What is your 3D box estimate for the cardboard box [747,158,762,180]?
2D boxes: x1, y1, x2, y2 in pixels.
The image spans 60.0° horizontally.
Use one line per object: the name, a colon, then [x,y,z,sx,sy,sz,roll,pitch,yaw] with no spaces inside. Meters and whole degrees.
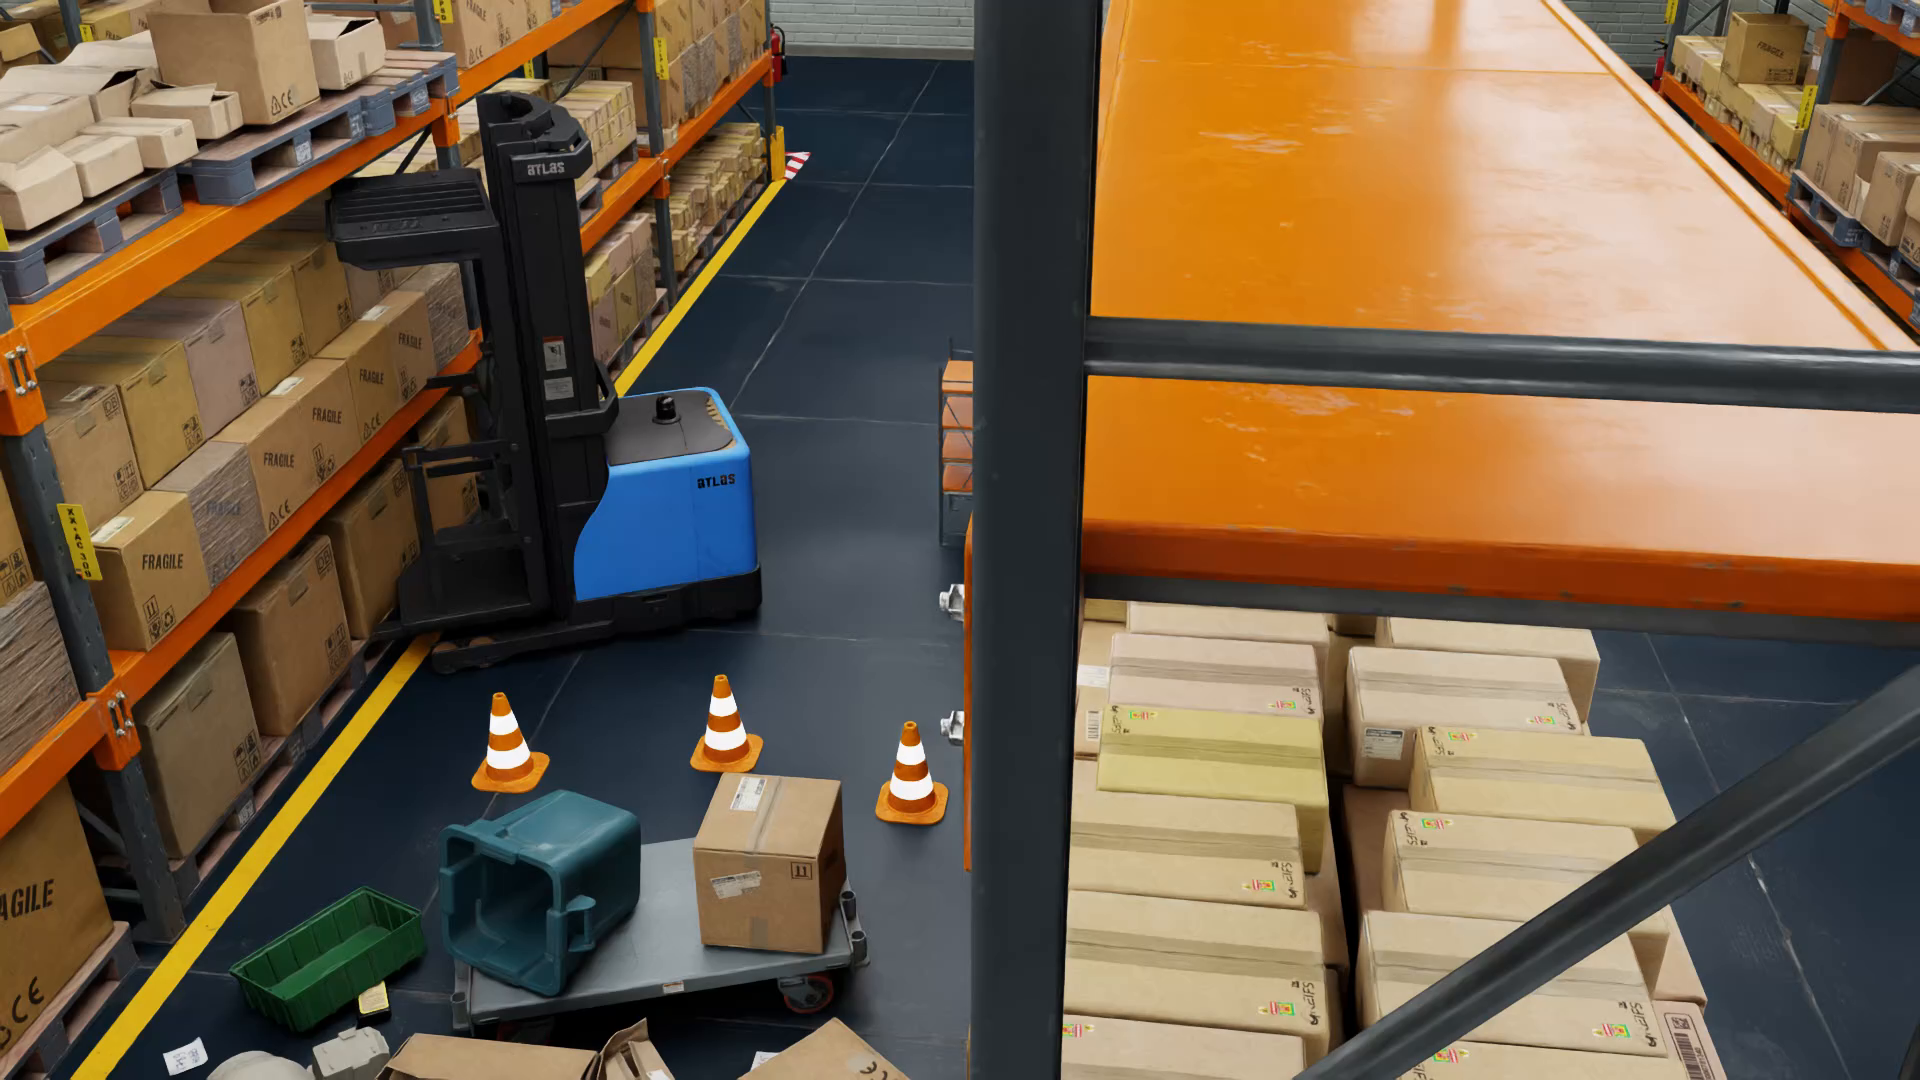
cardboard box: [-2.240,-3.798,16.992,0.380,0.149,0.250,4,29,8]

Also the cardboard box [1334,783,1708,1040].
cardboard box: [0.910,0.673,2.812,0.500,0.250,0.500,3,28,5]

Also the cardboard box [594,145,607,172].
cardboard box: [-2.889,-2.891,12.567,0.380,0.149,0.250,2,28,4]

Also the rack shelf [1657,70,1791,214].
rack shelf: [7.155,-3.470,14.579,1.077,0.370,4.000,3,28,6]

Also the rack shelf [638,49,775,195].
rack shelf: [-2.697,-3.997,15.557,1.077,0.370,4.000,3,28,6]

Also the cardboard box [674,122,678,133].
cardboard box: [-2.624,-3.502,14.145,0.380,0.149,0.250,4,29,8]

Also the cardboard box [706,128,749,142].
cardboard box: [-2.353,-4.068,16.866,0.380,0.149,0.250,4,29,7]

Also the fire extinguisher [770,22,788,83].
fire extinguisher: [-1.963,-5.149,17.411,0.296,0.674,0.183,3,28,6]

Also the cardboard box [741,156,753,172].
cardboard box: [-2.295,-3.806,16.694,0.380,0.149,0.250,2,28,4]

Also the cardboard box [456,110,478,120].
cardboard box: [-3.572,-3.060,12.254,0.380,0.149,0.250,3,28,6]

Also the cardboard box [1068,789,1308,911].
cardboard box: [0.344,0.539,2.641,0.380,0.149,0.250,3,28,6]

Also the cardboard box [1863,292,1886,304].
cardboard box: [6.605,-1.676,11.999,0.380,0.149,0.250,3,28,5]

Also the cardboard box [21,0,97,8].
cardboard box: [-7.995,-4.571,14.917,0.500,0.500,0.500,4,29,7]

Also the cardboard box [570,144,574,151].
cardboard box: [-2.958,-2.895,11.947,0.380,0.149,0.250,2,28,4]

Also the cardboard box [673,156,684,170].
cardboard box: [-2.917,-3.720,16.221,0.380,0.149,0.250,4,29,8]

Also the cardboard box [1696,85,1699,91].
cardboard box: [7.105,-4.231,15.497,0.380,0.149,0.250,3,28,6]

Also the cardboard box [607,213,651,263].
cardboard box: [-2.782,-2.421,13.276,0.500,0.250,0.500,3,28,5]

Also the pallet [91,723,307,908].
pallet: [-3.902,1.254,7.993,1.003,0.211,1.213,3,28,6]

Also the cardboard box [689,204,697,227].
cardboard box: [-2.608,-2.953,15.110,0.380,0.149,0.250,2,28,4]

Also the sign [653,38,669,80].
sign: [-2.390,-3.851,13.308,0.100,0.325,0.005,3,28,6]

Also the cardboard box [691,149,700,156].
cardboard box: [-2.802,-3.838,16.753,0.380,0.149,0.250,4,29,7]

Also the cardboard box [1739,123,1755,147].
cardboard box: [6.779,-3.391,13.939,0.380,0.149,0.250,3,28,5]

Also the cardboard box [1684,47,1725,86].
cardboard box: [7.016,-4.358,15.313,0.500,0.250,0.500,4,29,7]

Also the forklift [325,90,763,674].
forklift: [-2.729,-0.834,9.001,3.031,2.935,1.130,-9,30,-17]

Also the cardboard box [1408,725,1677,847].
cardboard box: [0.971,0.453,2.801,0.380,0.149,0.250,3,28,6]

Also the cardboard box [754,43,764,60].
cardboard box: [-2.211,-4.975,16.878,0.380,0.149,0.250,3,28,6]

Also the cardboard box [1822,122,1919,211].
cardboard box: [6.565,-2.616,11.687,0.700,0.500,0.500,4,29,7]

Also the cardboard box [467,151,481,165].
cardboard box: [-3.636,-2.682,11.867,0.380,0.149,0.250,3,28,5]

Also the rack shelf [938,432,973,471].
rack shelf: [0.020,-0.547,10.434,0.258,0.148,0.480,3,28,6]

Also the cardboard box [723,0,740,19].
cardboard box: [-2.378,-5.157,15.478,0.500,0.500,0.500,5,29,9]

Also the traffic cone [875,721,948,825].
traffic cone: [-0.234,1.085,8.040,0.336,0.463,0.334,3,28,6]

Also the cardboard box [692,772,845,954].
cardboard box: [-0.767,1.311,6.782,0.500,0.500,0.500,3,28,6]

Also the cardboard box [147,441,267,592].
cardboard box: [-3.529,-0.120,7.497,0.500,0.500,0.500,4,29,7]

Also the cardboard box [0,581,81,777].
cardboard box: [-3.955,0.502,6.290,0.875,0.550,0.550,3,28,6]

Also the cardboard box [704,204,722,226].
cardboard box: [-2.459,-3.068,15.637,0.380,0.149,0.250,3,28,5]

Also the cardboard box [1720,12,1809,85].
cardboard box: [6.894,-4.219,14.265,0.500,0.500,0.500,4,29,7]

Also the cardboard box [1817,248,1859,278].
cardboard box: [6.618,-2.068,12.413,0.380,0.149,0.250,2,28,4]

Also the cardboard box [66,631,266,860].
cardboard box: [-3.935,0.902,7.635,1.050,0.750,0.750,3,28,6]

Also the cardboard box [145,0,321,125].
cardboard box: [-3.367,-2.248,7.737,0.500,0.500,0.500,3,28,6]

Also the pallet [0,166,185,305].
pallet: [-3.858,-1.277,6.789,0.805,0.209,1.217,2,28,4]

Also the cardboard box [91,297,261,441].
cardboard box: [-3.744,-0.805,7.714,0.700,0.500,0.500,4,29,7]

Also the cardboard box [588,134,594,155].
cardboard box: [-2.921,-2.887,12.246,0.380,0.149,0.250,2,28,4]

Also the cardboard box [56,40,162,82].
cardboard box: [-3.863,-2.194,7.835,0.500,0.311,0.500,3,28,5]

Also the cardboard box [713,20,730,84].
cardboard box: [-2.443,-4.488,15.291,0.500,0.500,0.500,5,29,9]

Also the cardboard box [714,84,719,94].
cardboard box: [-2.473,-4.248,15.529,0.380,0.149,0.250,4,29,7]

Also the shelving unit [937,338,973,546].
shelving unit: [0.020,-0.606,10.402,0.258,1.200,0.503,3,28,6]

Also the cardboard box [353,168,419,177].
cardboard box: [-3.762,-2.324,10.889,0.380,0.149,0.250,4,29,8]

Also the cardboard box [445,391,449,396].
cardboard box: [-3.611,-0.899,11.240,0.500,0.500,0.500,3,28,6]

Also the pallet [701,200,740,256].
pallet: [-2.747,-3.039,15.960,1.003,0.211,1.213,3,28,6]

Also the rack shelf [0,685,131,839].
rack shelf: [-4.167,1.652,5.072,1.077,0.370,4.000,3,28,6]

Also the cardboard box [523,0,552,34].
cardboard box: [-2.987,-3.579,10.754,0.500,0.500,0.500,3,28,6]

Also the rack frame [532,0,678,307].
rack frame: [-2.942,-3.372,13.639,1.000,3.000,0.127,3,28,6]

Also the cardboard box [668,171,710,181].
cardboard box: [-2.546,-3.334,15.504,0.380,0.149,0.250,2,28,4]

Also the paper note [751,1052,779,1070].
paper note: [-0.755,2.091,6.629,0.148,0.019,0.142,3,28,6]

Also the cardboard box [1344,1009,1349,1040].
cardboard box: [0.892,0.800,2.997,0.380,0.149,0.250,3,28,6]
